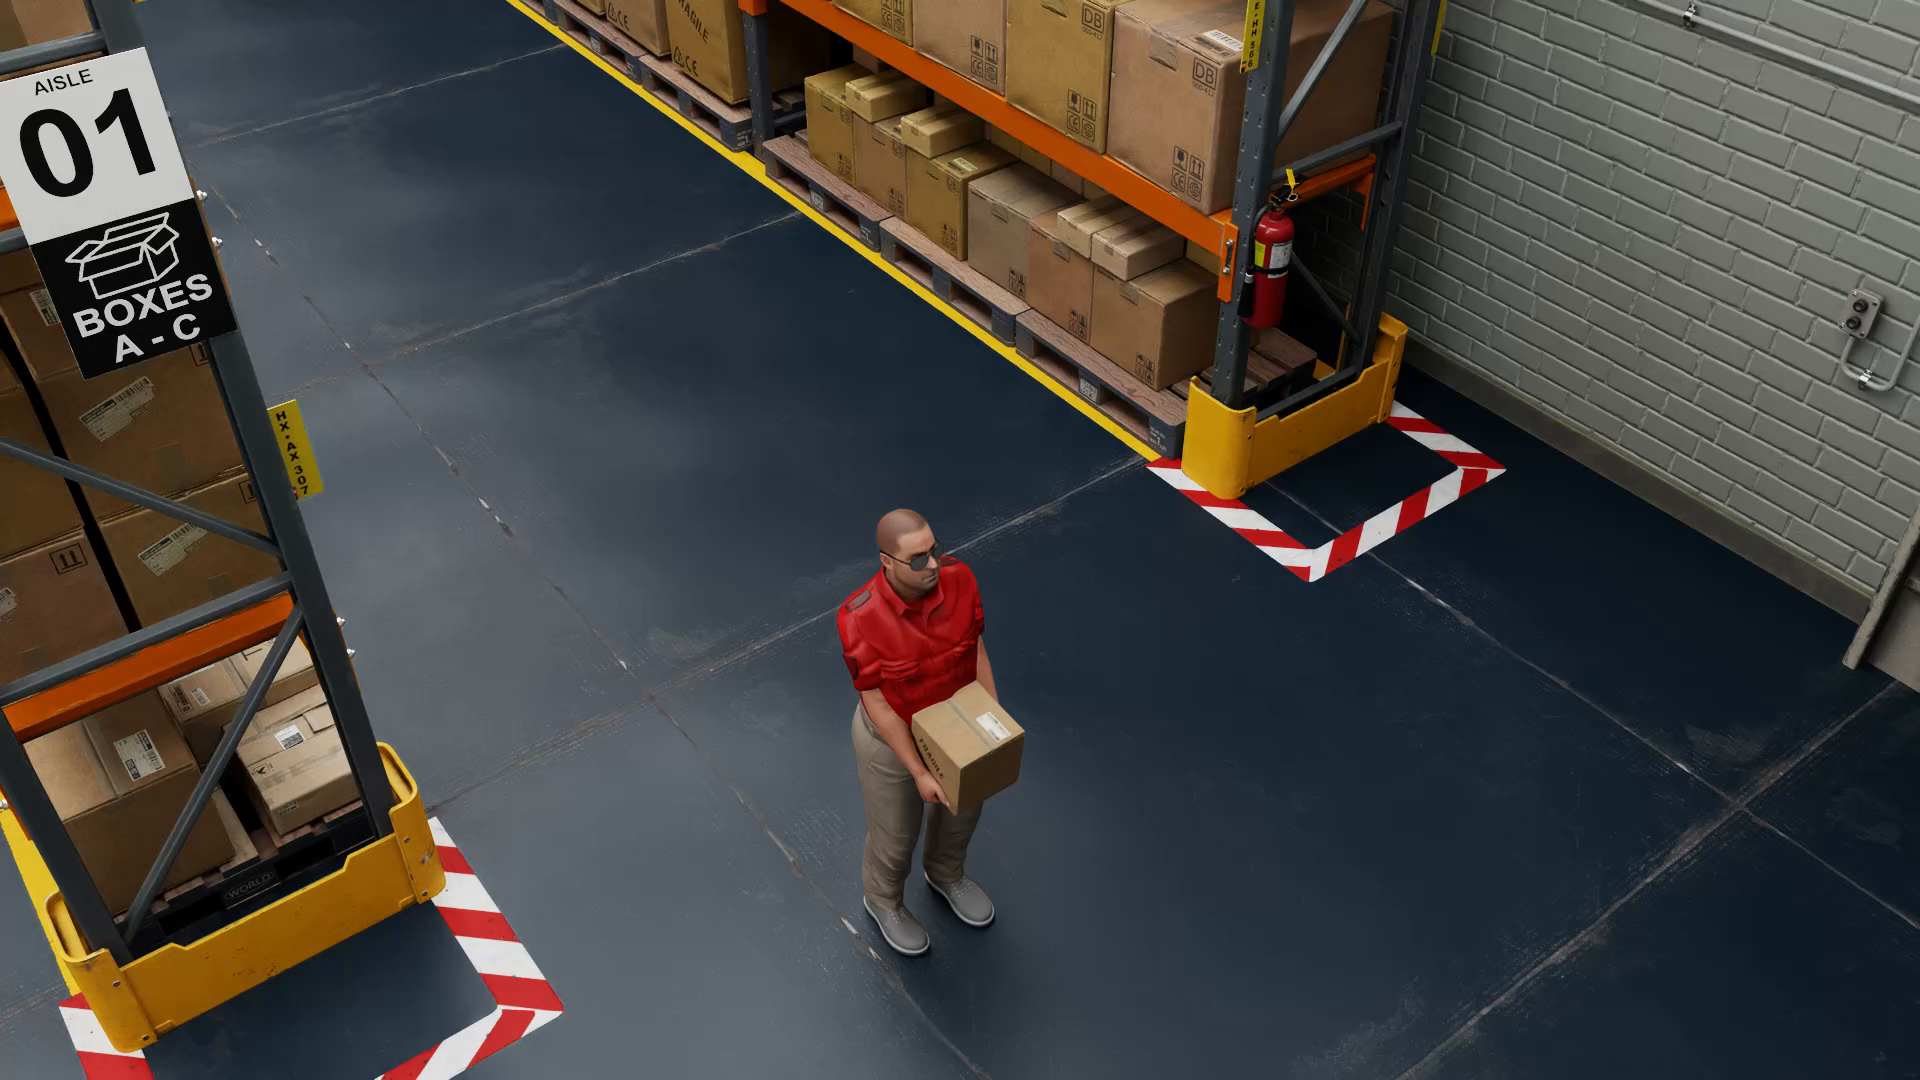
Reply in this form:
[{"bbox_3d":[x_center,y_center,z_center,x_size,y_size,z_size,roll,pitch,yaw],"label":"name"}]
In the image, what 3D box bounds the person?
[{"bbox_3d":[-0.074,0.671,5.380,0.493,1.712,0.530,-26,47,-28],"label":"person"}]
